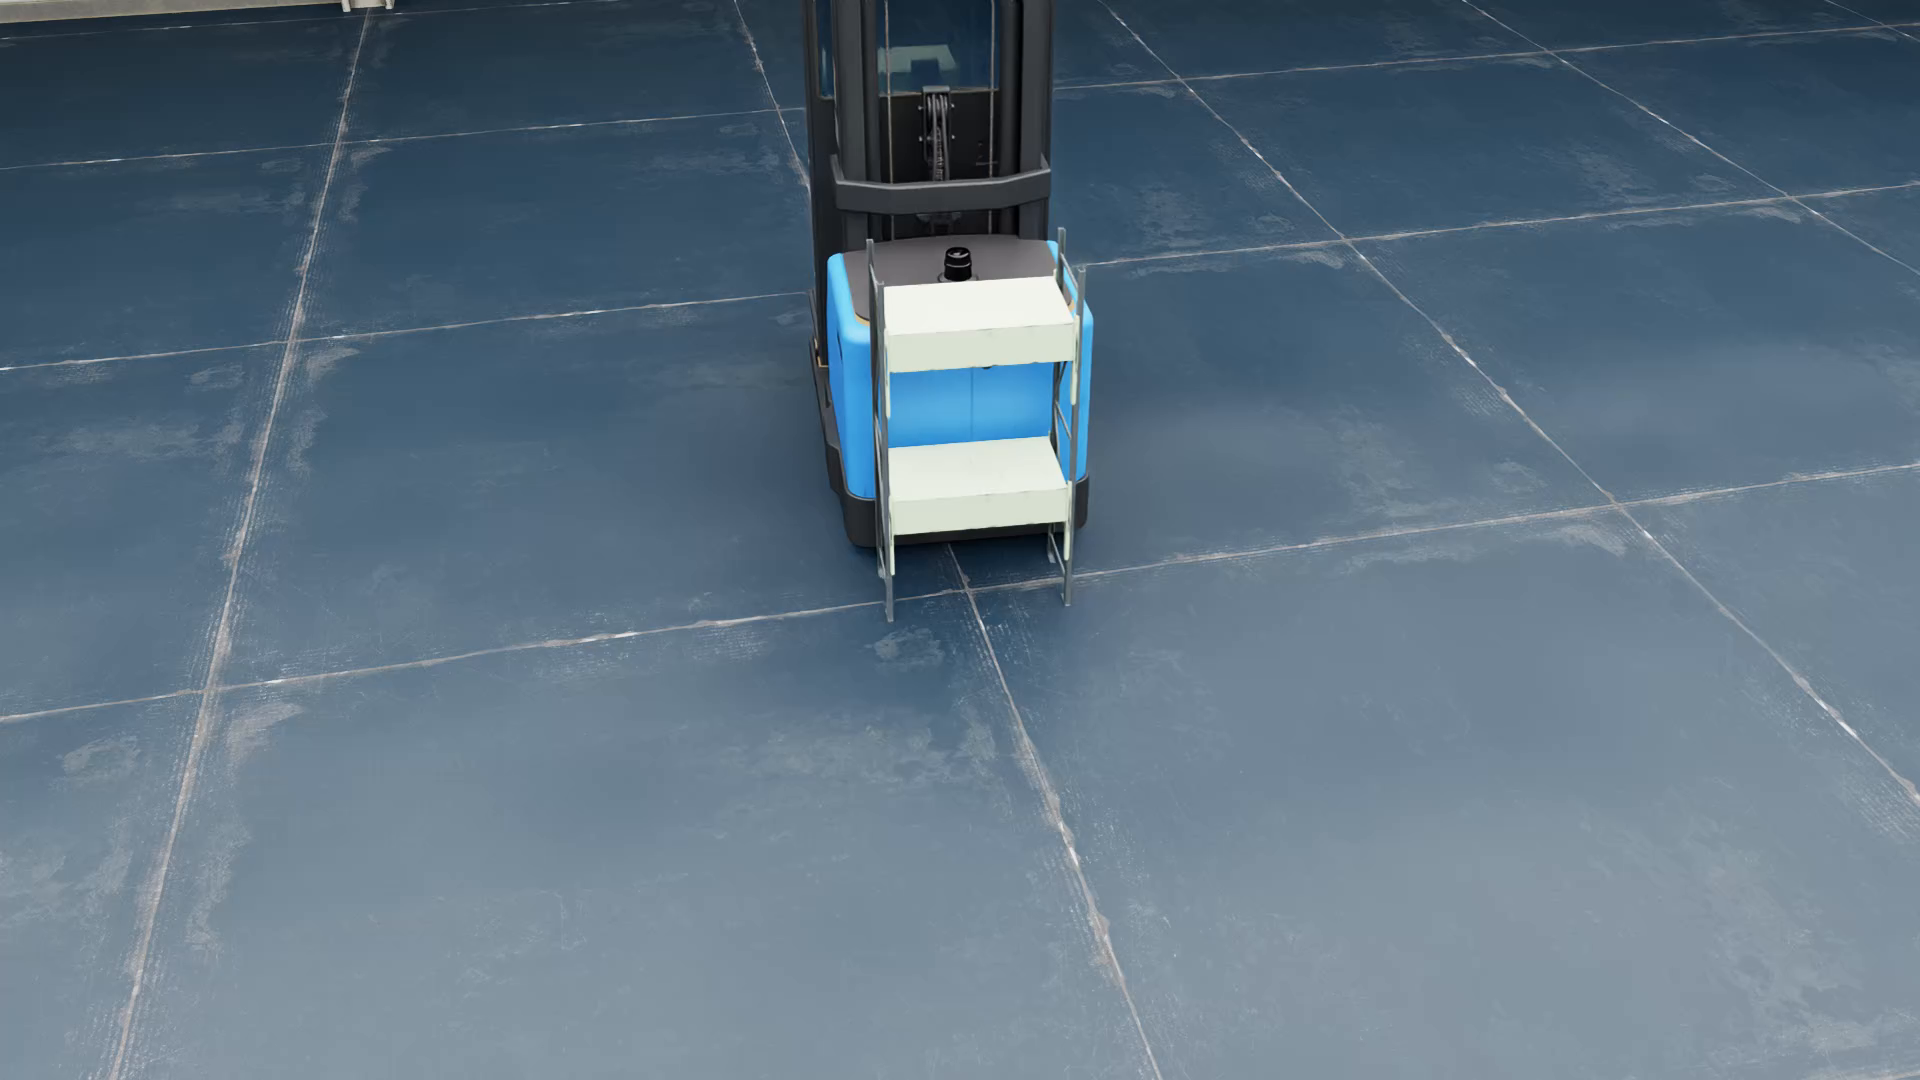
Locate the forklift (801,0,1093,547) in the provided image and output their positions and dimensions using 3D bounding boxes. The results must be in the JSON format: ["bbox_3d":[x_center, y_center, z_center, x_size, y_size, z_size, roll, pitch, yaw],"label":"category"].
[{"bbox_3d":[-0.172,-1.994,7.592,1.130,2.935,3.031,-5,34,-7],"label":"forklift"}]

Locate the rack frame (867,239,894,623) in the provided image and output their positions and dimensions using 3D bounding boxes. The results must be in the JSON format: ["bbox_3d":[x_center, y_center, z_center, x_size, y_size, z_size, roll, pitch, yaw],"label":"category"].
[{"bbox_3d":[-0.310,-0.397,6.495,0.023,1.500,0.400,-5,34,-7],"label":"rack frame"}]

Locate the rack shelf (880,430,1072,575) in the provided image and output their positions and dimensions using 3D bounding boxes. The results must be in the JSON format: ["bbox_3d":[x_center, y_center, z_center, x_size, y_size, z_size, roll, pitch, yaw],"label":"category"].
[{"bbox_3d":[0.052,-0.156,6.722,0.720,0.370,0.431,-5,34,-7],"label":"rack shelf"}]

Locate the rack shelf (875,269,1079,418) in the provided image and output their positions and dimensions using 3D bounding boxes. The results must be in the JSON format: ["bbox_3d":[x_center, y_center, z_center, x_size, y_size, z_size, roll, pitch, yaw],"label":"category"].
[{"bbox_3d":[0.052,-0.751,6.322,0.720,0.370,0.431,-5,34,-7],"label":"rack shelf"}]

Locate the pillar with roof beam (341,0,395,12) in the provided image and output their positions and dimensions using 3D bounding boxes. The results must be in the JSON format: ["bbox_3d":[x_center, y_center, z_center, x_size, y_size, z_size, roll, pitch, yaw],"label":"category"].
[{"bbox_3d":[-4.000,-5.881,7.938,0.400,9.000,9.100,-7,35,-11],"label":"pillar with roof beam"}]

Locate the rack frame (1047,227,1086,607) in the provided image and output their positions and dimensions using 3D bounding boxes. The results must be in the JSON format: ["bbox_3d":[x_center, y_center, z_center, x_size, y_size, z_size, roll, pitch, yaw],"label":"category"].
[{"bbox_3d":[0.414,-0.457,6.584,0.023,1.500,0.400,-5,34,-7],"label":"rack frame"}]

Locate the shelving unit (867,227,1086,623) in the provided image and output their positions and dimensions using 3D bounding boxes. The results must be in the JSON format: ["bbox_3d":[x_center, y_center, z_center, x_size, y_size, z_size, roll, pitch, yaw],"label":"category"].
[{"bbox_3d":[0.052,-0.427,6.540,0.755,1.500,0.431,-5,34,-7],"label":"shelving unit"}]
